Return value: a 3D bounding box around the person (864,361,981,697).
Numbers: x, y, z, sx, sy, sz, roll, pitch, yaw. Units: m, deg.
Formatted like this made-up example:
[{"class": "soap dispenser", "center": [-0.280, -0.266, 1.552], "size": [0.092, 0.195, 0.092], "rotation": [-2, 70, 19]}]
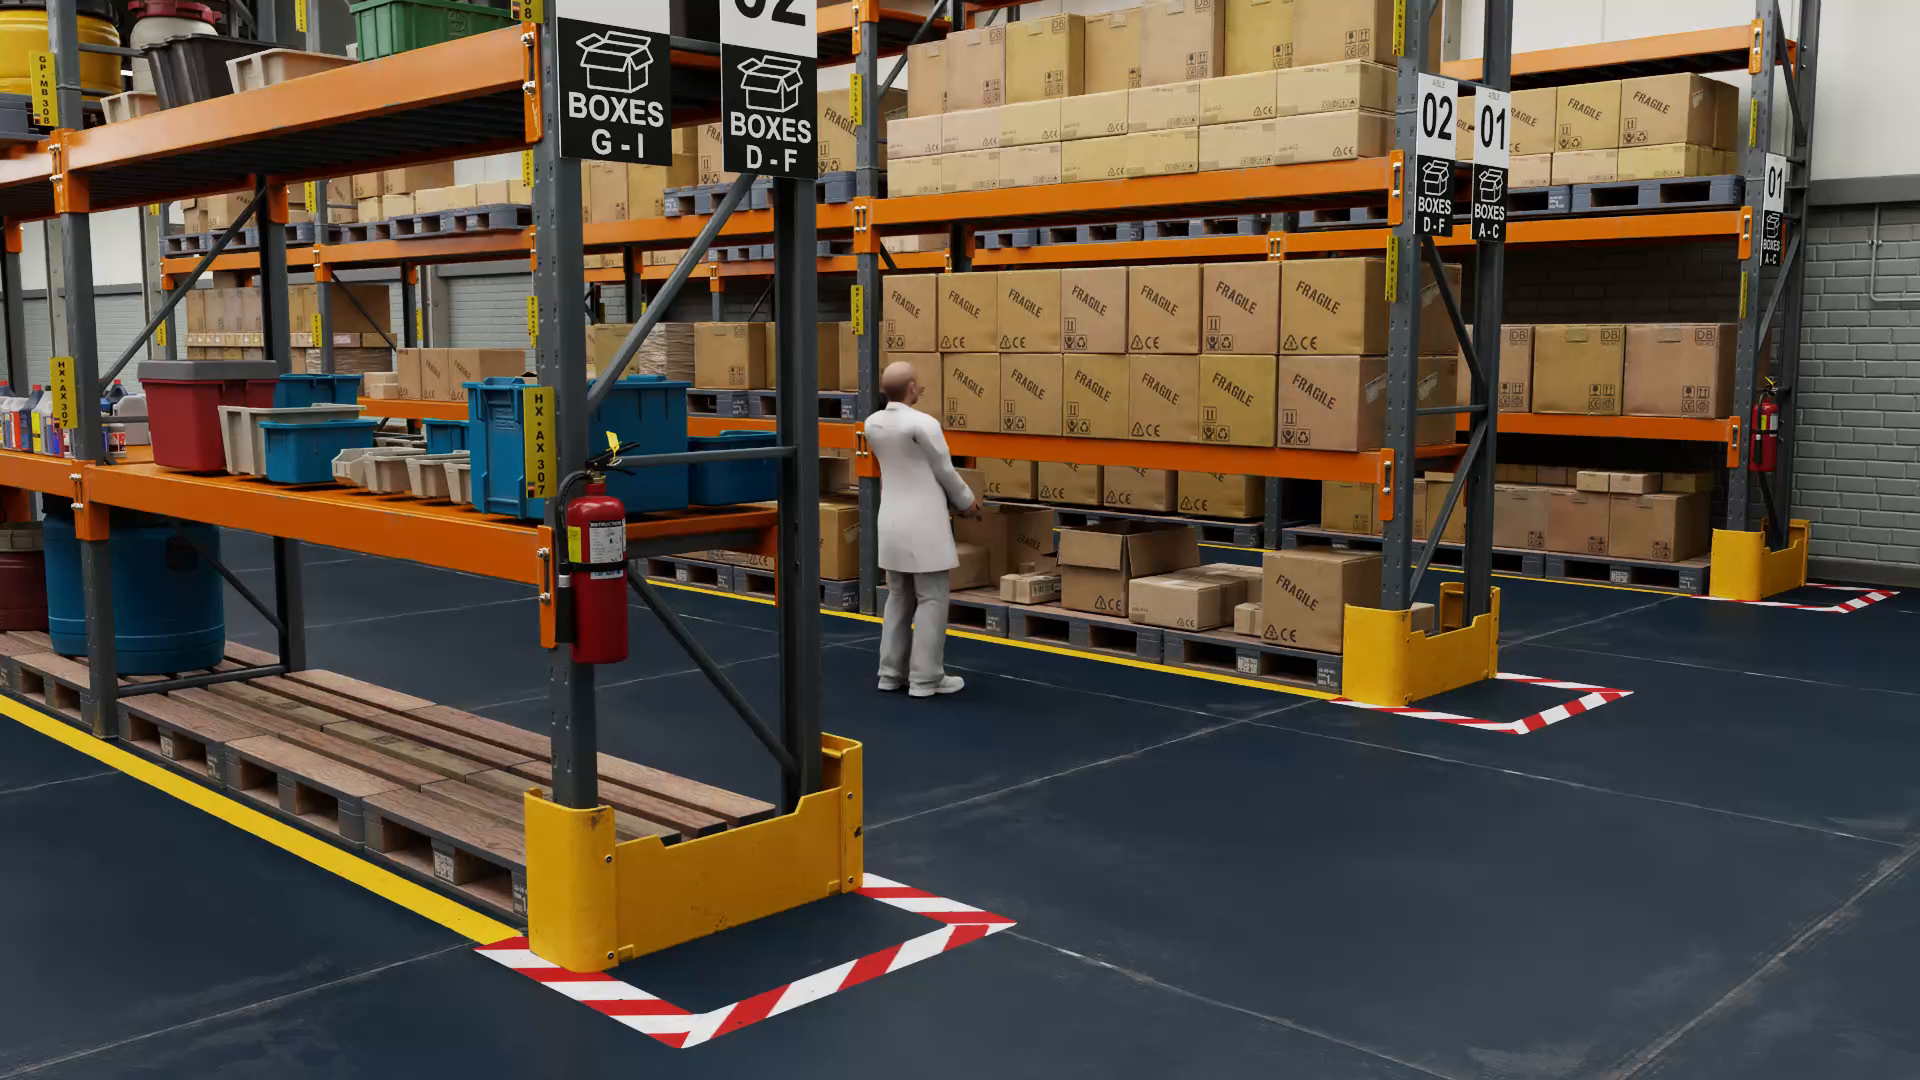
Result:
[{"class": "person", "center": [-0.182, -0.074, 8.950], "size": [0.530, 1.770, 0.555], "rotation": [7, 10, 44]}]
